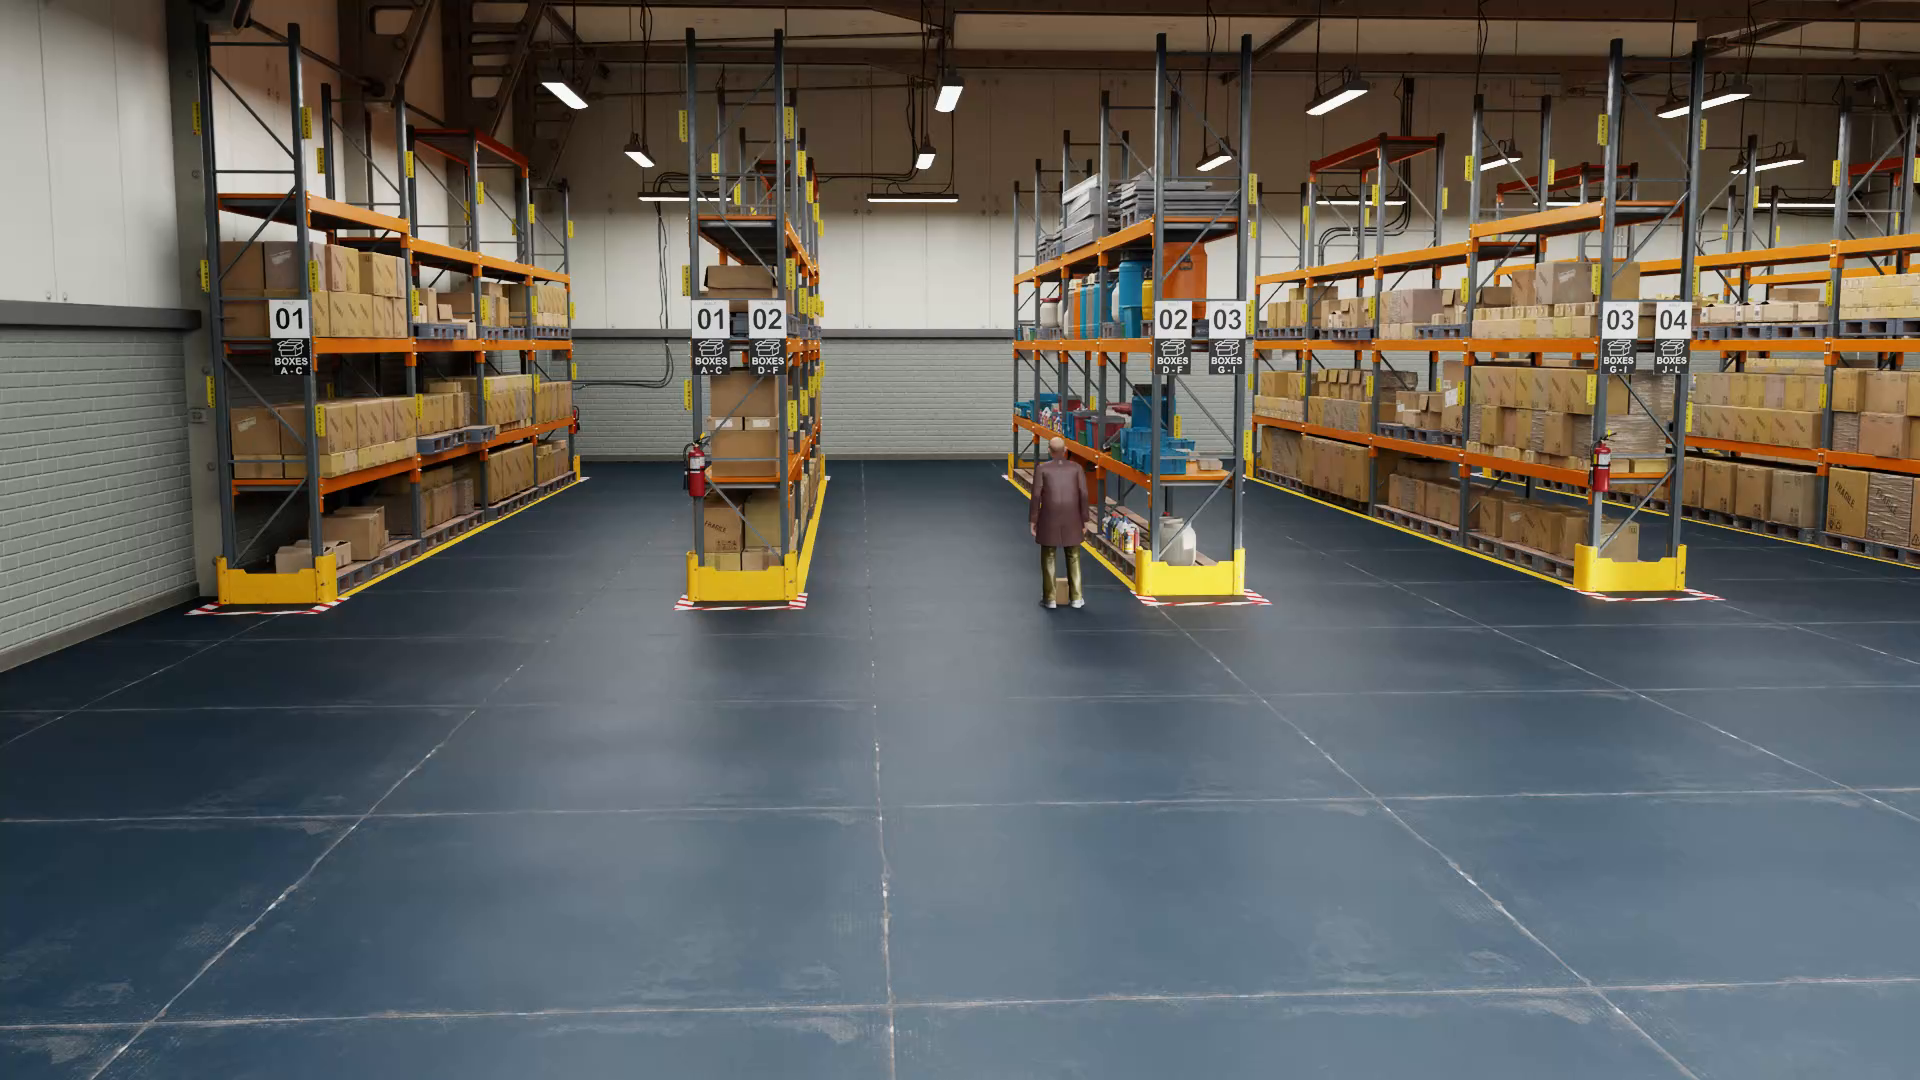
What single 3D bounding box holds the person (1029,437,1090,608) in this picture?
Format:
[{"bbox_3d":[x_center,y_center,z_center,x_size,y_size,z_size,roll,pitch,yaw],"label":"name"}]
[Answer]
[{"bbox_3d":[1.038,-0.183,17.359,0.647,1.774,0.419,-1,7,-4],"label":"person"}]
